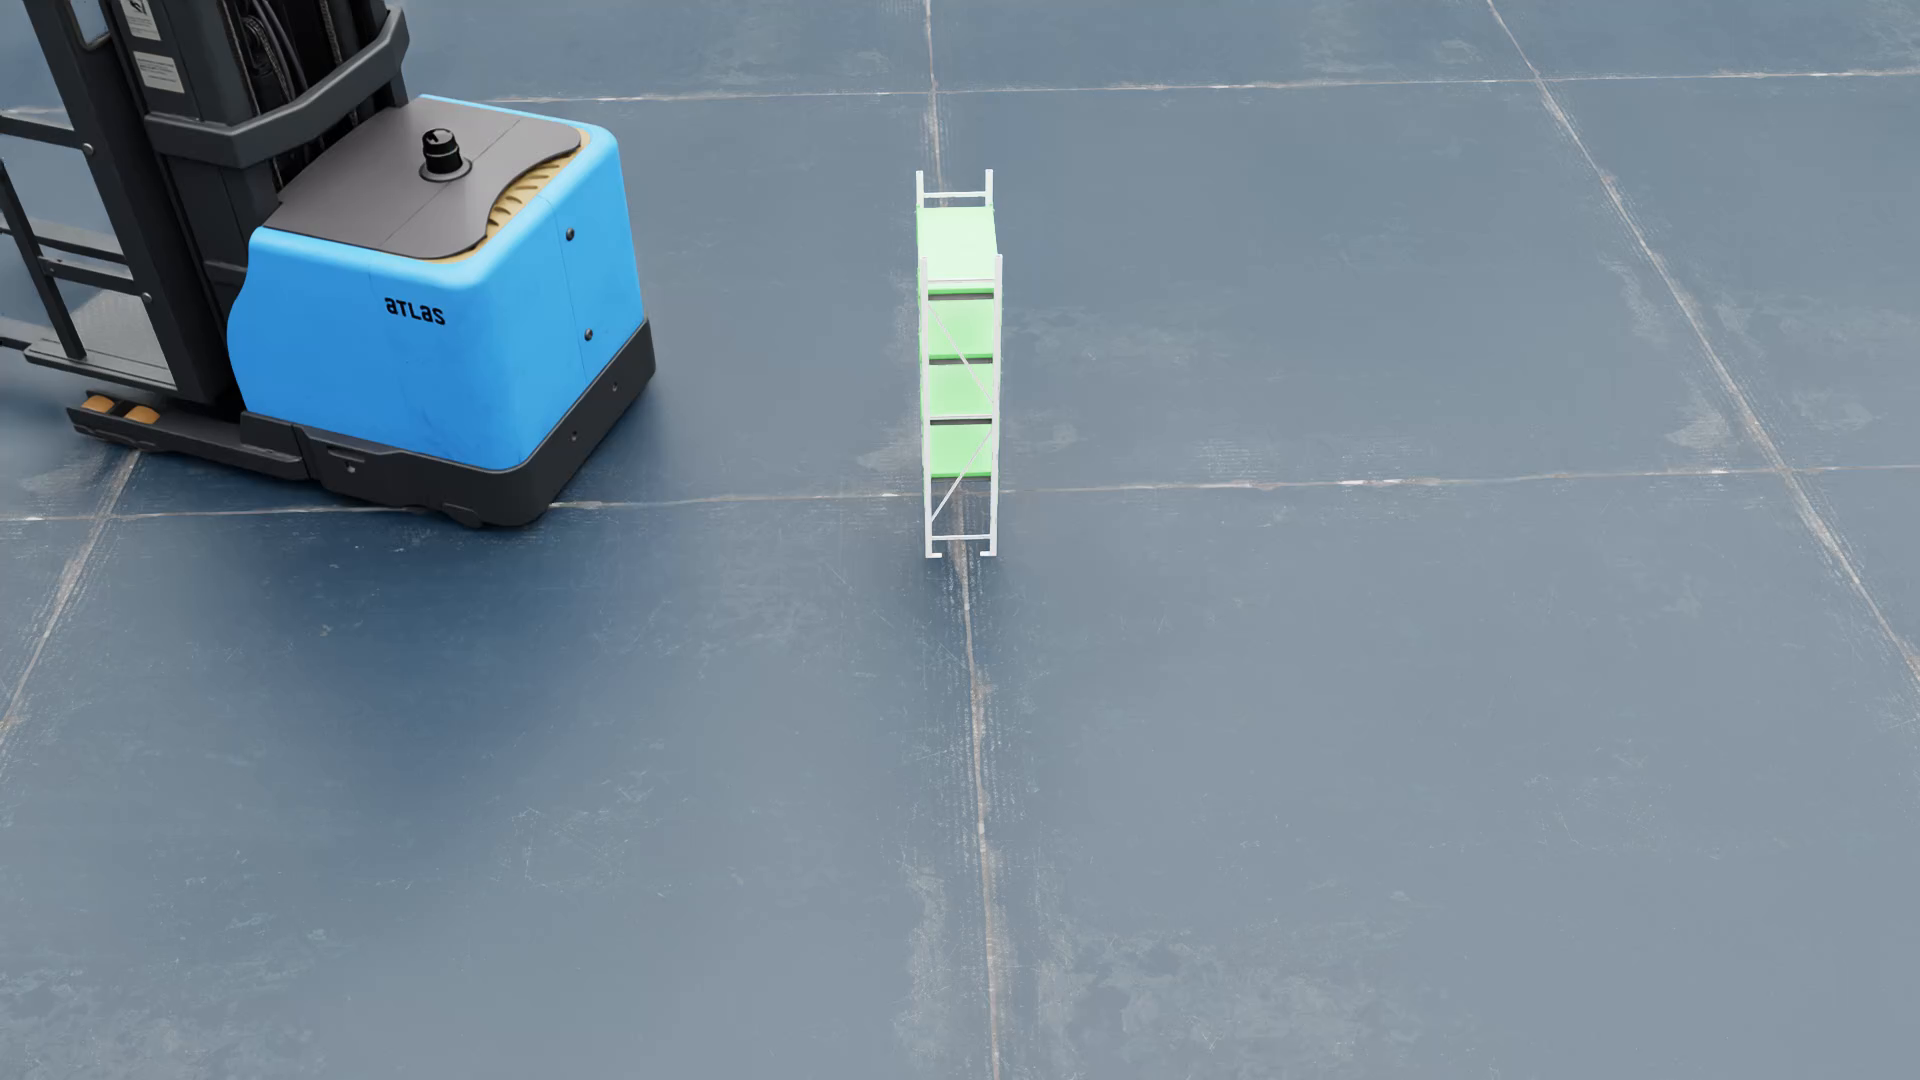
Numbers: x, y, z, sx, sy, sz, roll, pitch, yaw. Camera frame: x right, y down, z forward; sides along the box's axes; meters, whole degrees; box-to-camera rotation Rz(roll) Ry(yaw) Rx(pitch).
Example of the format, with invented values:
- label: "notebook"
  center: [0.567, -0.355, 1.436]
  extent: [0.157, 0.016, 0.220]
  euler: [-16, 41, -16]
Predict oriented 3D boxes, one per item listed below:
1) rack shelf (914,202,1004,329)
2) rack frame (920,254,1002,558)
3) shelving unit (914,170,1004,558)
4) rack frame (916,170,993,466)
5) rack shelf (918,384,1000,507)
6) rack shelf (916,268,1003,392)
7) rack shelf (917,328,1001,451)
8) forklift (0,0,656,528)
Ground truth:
- label: "rack shelf"
  center: [-0.007, -0.861, 5.185]
  extent: [0.258, 0.148, 0.480]
  euler: [-2, 43, -2]
- label: "rack frame"
  center: [0.003, -0.389, 5.287]
  extent: [0.240, 1.200, 0.015]
  euler: [-2, 43, -2]
- label: "shelving unit"
  center: [-0.007, -0.554, 5.466]
  extent: [0.258, 1.200, 0.503]
  euler: [-2, 43, -2]
- label: "rack frame"
  center: [-0.017, -0.719, 5.646]
  extent: [0.240, 1.200, 0.015]
  euler: [-2, 43, -2]
- label: "rack shelf"
  center: [-0.007, -0.330, 5.672]
  extent: [0.258, 0.148, 0.480]
  euler: [-2, 43, -2]
- label: "rack shelf"
  center: [-0.007, -0.684, 5.347]
  extent: [0.258, 0.148, 0.480]
  euler: [-2, 43, -2]
- label: "rack shelf"
  center: [-0.007, -0.507, 5.510]
  extent: [0.258, 0.148, 0.480]
  euler: [-2, 43, -2]
- label: "forklift"
  center: [-2.735, -1.726, 5.464]
  extent: [3.031, 2.935, 1.130]
  euler: [13, 44, 14]
